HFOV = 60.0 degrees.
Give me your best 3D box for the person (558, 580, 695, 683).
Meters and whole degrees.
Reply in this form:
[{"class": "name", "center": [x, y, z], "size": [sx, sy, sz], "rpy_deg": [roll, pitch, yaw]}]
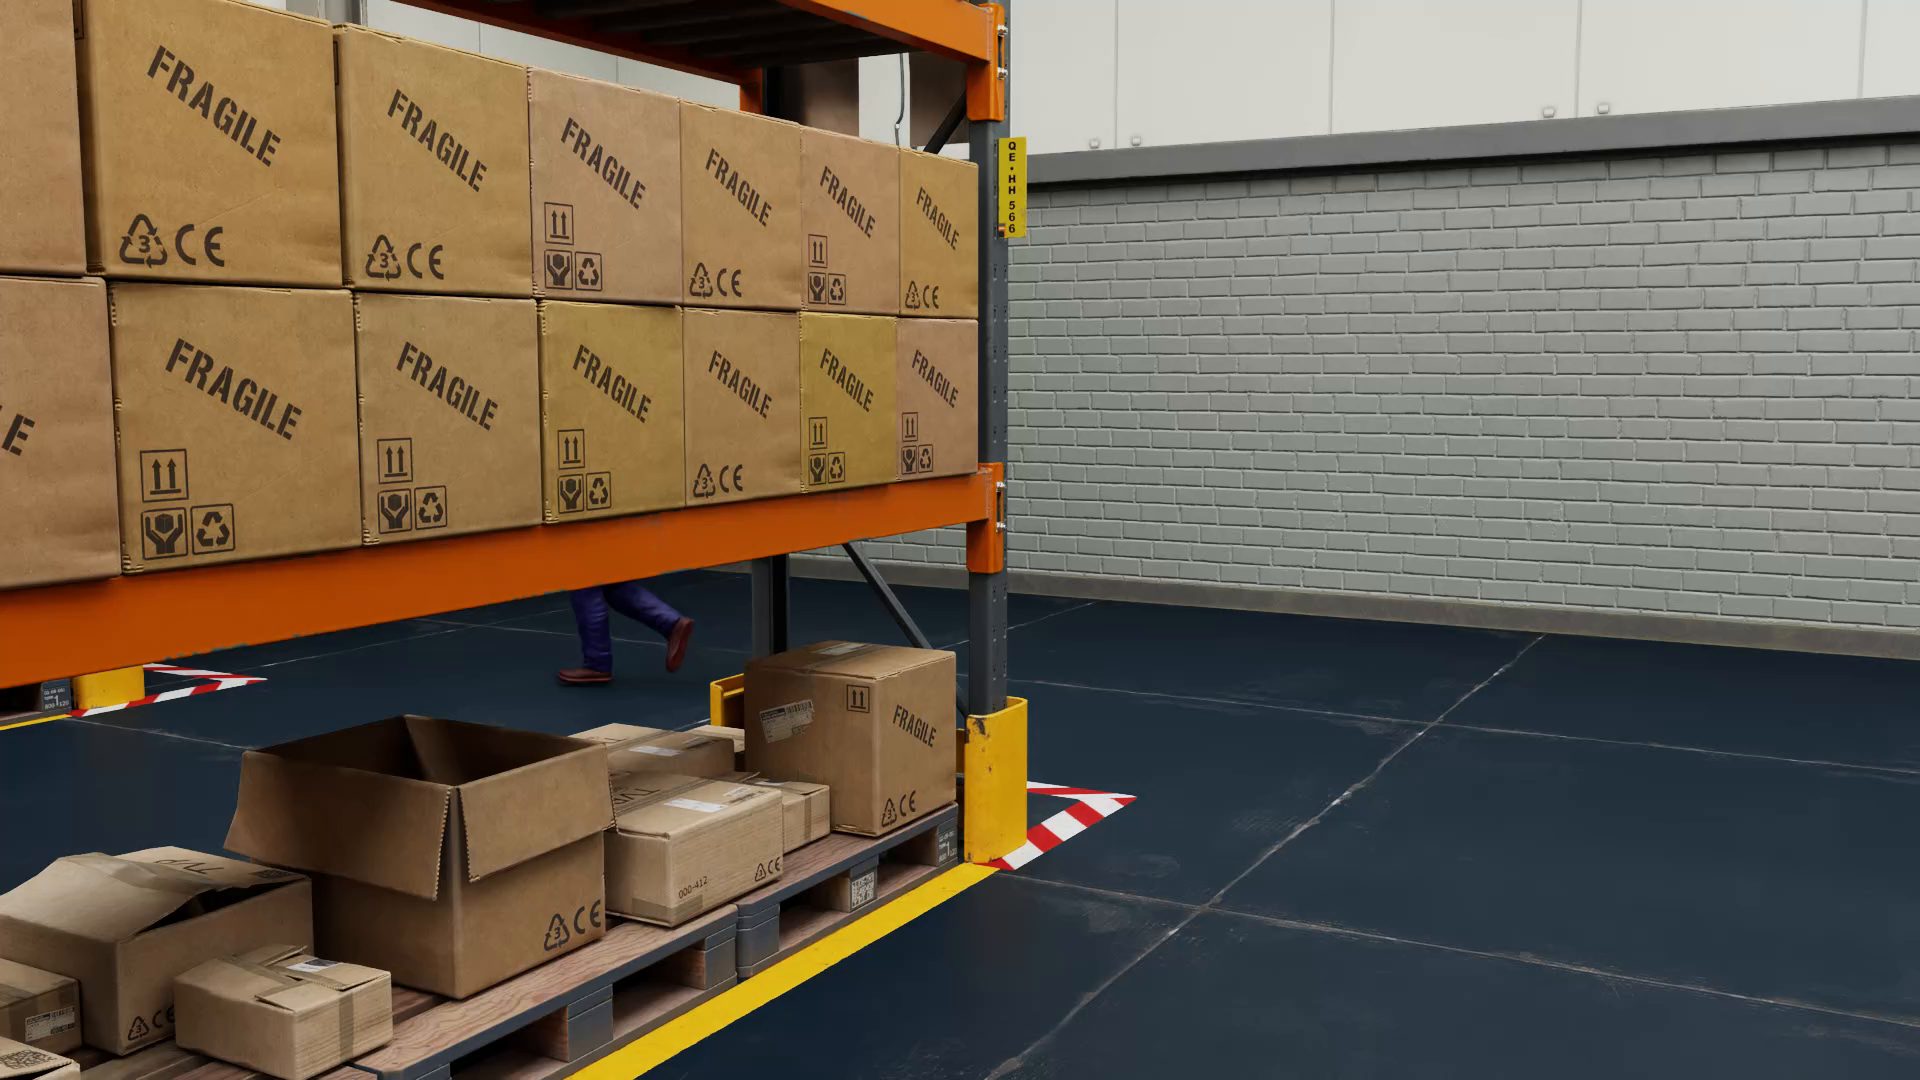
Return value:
[{"class": "person", "center": [-1.738, -0.067, 8.562], "size": [0.671, 1.603, 0.501], "rpy_deg": [2, 6, 16]}]
